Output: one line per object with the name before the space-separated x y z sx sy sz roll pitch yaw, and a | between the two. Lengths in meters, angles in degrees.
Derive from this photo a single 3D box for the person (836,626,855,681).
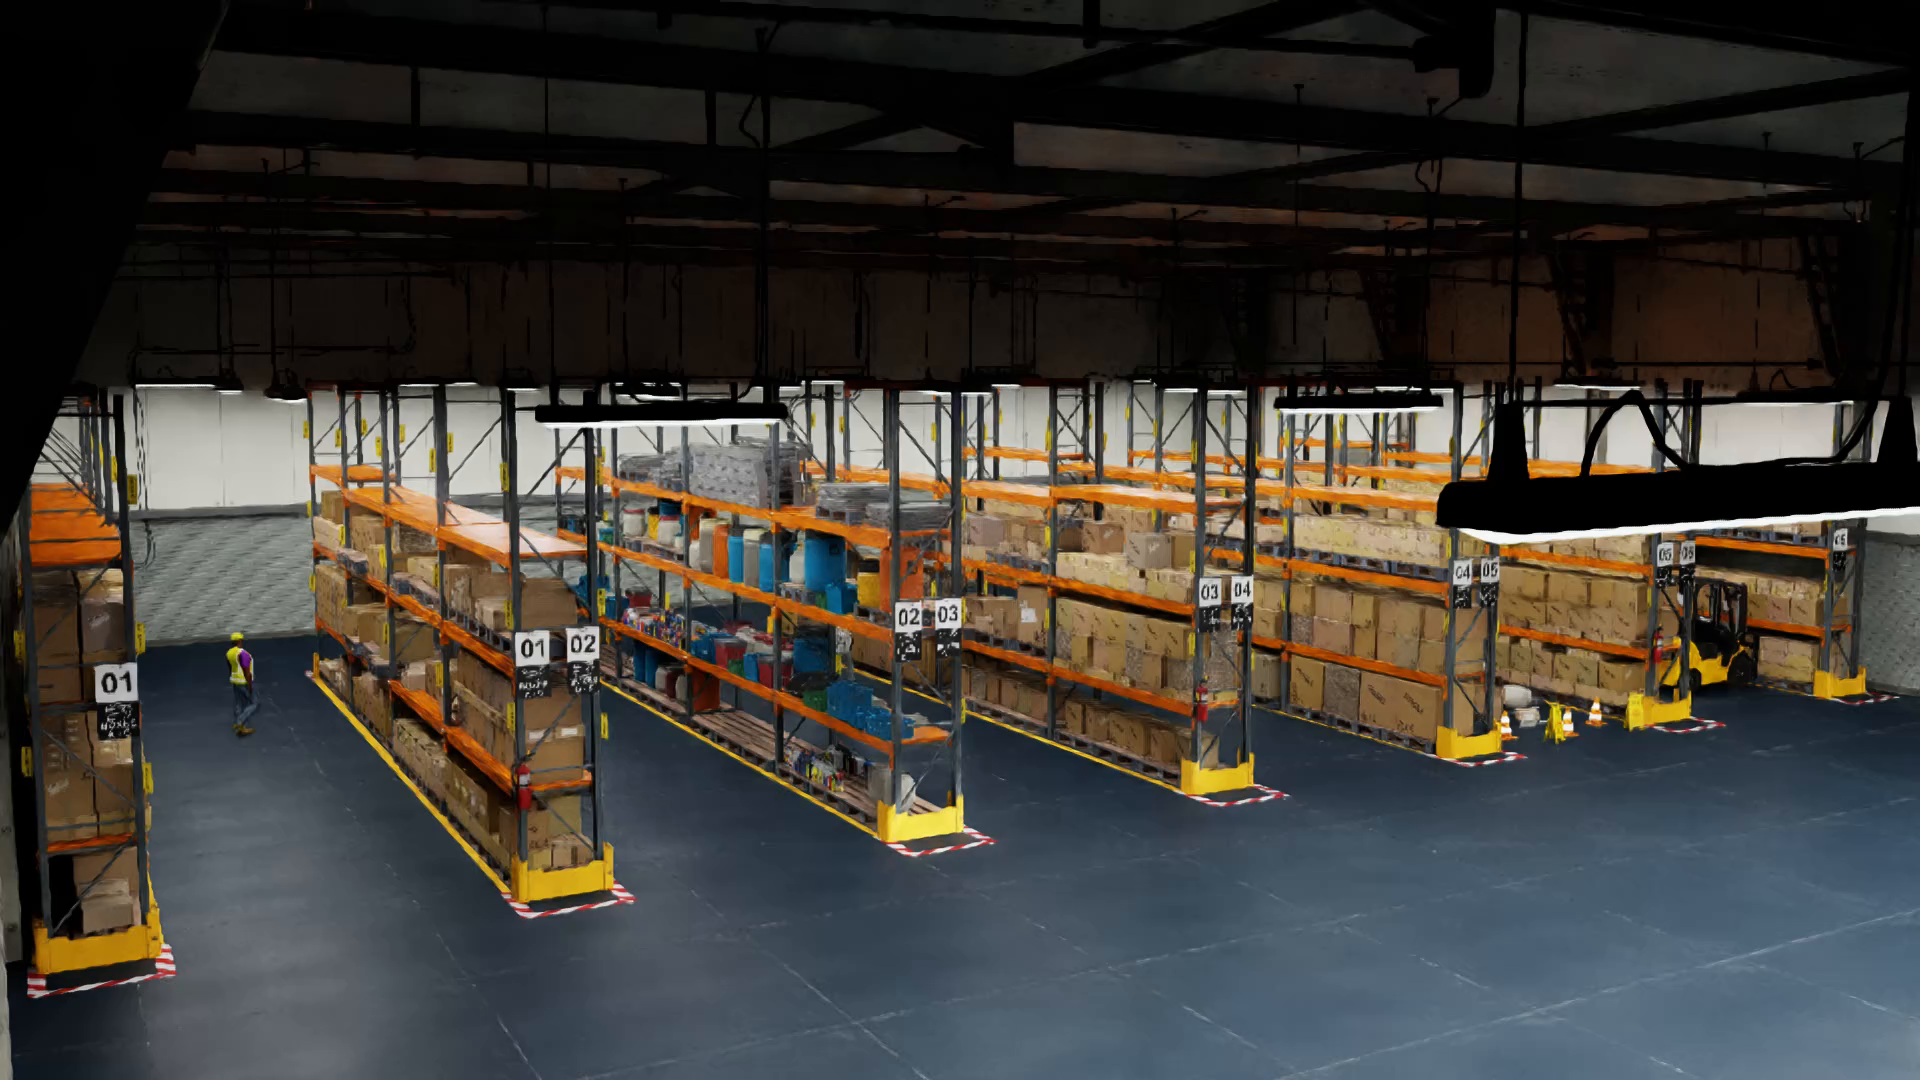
person | -2.276 2.126 31.952 0.495 1.589 1.086 -3 7 -27

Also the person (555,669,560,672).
person | -7.589 2.204 30.837 0.677 1.726 0.574 -4 7 -30

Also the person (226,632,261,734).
person | -12.248 2.439 28.350 0.606 1.762 0.457 4 7 35

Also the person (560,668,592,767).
person | -6.208 2.740 25.980 0.837 1.661 0.683 6 9 45
